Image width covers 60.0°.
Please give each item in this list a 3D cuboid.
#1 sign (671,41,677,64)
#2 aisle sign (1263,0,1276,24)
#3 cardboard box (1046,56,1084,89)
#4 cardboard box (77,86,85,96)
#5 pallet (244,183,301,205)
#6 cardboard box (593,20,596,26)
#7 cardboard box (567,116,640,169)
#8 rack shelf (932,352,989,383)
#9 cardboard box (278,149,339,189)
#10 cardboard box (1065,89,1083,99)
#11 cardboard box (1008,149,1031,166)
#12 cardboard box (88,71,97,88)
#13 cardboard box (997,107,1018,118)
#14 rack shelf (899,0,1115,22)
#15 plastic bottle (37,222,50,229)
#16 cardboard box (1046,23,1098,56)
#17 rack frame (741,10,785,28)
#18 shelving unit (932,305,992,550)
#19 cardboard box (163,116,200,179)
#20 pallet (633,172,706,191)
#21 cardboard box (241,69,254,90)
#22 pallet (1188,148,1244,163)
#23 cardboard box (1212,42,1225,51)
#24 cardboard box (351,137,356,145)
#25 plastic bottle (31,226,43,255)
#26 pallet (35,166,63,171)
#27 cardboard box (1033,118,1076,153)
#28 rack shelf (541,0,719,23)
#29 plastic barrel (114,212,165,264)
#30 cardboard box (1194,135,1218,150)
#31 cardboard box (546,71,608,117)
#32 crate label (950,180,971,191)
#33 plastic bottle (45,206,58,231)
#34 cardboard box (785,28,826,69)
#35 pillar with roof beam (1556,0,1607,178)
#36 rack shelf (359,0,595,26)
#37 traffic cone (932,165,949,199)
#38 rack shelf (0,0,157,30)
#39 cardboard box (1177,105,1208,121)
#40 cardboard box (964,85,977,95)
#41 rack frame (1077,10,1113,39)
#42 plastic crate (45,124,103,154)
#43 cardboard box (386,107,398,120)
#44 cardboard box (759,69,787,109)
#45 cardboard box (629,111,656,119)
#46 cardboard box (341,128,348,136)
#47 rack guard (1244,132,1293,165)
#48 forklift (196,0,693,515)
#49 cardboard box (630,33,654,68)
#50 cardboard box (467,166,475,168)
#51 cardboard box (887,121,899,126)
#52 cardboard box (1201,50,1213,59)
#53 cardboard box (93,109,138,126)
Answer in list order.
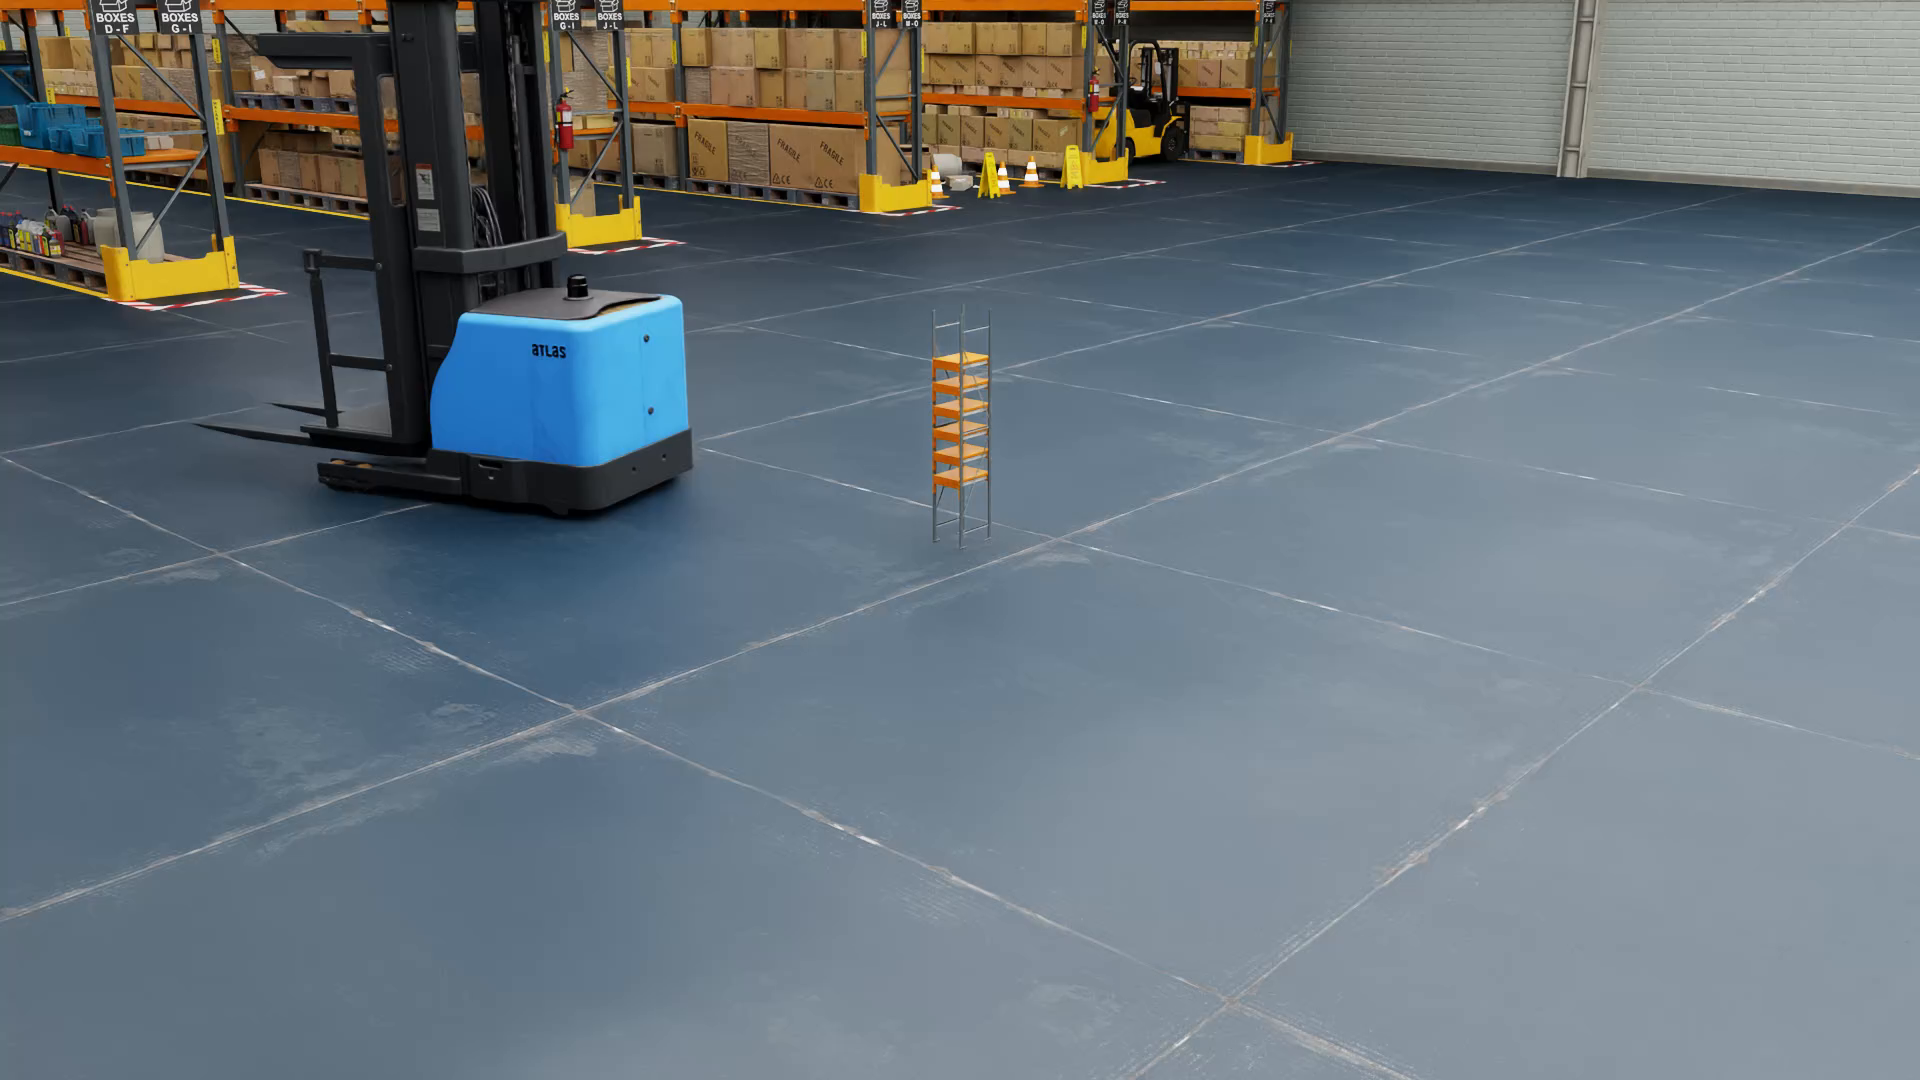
[{"bbox_3d":[-4.251,-7.253,24.723,0.005,0.325,0.100,15,23,39],"label":"sign"},{"bbox_3d":[5.450,-9.484,29.238,0.004,0.787,0.394,15,23,39],"label":"aisle sign"},{"bbox_3d":[1.715,-7.436,26.428,0.500,0.500,0.500,15,23,38],"label":"cardboard box"},{"bbox_3d":[-14.271,-7.390,27.354,0.250,0.149,0.380,16,23,40],"label":"cardboard box"},{"bbox_3d":[-9.674,-5.078,24.264,1.213,0.211,1.003,15,23,39],"label":"pallet"},{"bbox_3d":[-7.238,-10.511,33.881,0.250,0.149,0.380,16,23,41],"label":"cardboard box"},{"bbox_3d":[-5.838,-6.477,27.086,0.750,0.750,1.050,15,23,40],"label":"cardboard box"},{"bbox_3d":[0.011,-0.870,8.326,0.180,0.103,0.258,15,23,39],"label":"rack shelf"},{"bbox_3d":[-9.320,-5.344,23.898,0.500,0.500,0.700,13,22,35],"label":"cardboard box"},{"bbox_3d":[1.882,-7.107,26.463,0.250,0.149,0.380,16,24,41],"label":"cardboard box"},{"bbox_3d":[1.139,-6.297,27.346,0.500,0.250,0.500,15,23,39],"label":"cardboard box"},{"bbox_3d":[-13.754,-7.467,26.938,0.500,0.250,0.500,14,23,38],"label":"cardboard box"},{"bbox_3d":[0.831,-7.021,27.316,0.250,0.149,0.380,16,24,42],"label":"cardboard box"},{"bbox_3d":[0.808,-8.689,27.261,4.000,0.370,1.077,15,23,39],"label":"rack shelf"},{"bbox_3d":[-9.686,-3.212,17.548,0.135,0.276,0.152,15,23,39],"label":"plastic bottle"},{"bbox_3d":[1.777,-7.920,26.297,0.500,0.500,0.700,14,23,38],"label":"cardboard box"},{"bbox_3d":[-3.679,-8.807,31.402,0.127,3.000,1.000,15,23,39],"label":"rack frame"},{"bbox_3d":[0.011,-0.569,8.421,0.189,1.200,0.258,15,23,39],"label":"shelving unit"},{"bbox_3d":[-11.421,-6.076,25.616,0.875,0.875,1.225,15,23,39],"label":"cardboard box"},{"bbox_3d":[-4.525,-5.672,26.135,1.213,0.211,1.003,15,23,39],"label":"pallet"},{"bbox_3d":[-10.440,-6.771,24.824,0.500,0.500,0.500,16,24,41],"label":"cardboard box"},{"bbox_3d":[4.996,-7.139,30.758,1.213,0.211,1.003,15,23,39],"label":"pallet"},{"bbox_3d":[4.770,-8.936,30.080,0.250,0.149,0.380,16,23,40],"label":"cardboard box"},{"bbox_3d":[-11.325,-7.588,31.581,0.250,0.149,0.380,16,23,40],"label":"cardboard box"},{"bbox_3d":[-9.500,-3.103,17.207,0.135,0.276,0.152,14,22,38],"label":"plastic bottle"},{"bbox_3d":[-15.591,-6.699,29.371,1.213,0.211,1.003,15,23,39],"label":"pallet"},{"bbox_3d":[1.532,-6.549,26.901,0.500,0.500,0.500,15,23,40],"label":"cardboard box"},{"bbox_3d":[-5.394,-8.352,26.199,4.000,0.370,1.077,15,23,39],"label":"rack shelf"},{"bbox_3d":[-8.104,-2.967,16.420,0.421,0.512,0.421,0,18,0],"label":"plastic barrel"},{"bbox_3d":[4.669,-7.339,30.628,0.500,0.250,0.500,15,23,39],"label":"cardboard box"},{"bbox_3d":[-4.667,-5.264,19.584,0.500,0.500,0.875,15,23,39],"label":"cardboard box"},{"bbox_3d":[0.015,-5.455,25.573,0.298,0.136,0.250,4,18,11],"label":"crate label"},{"bbox_3d":[-9.976,-3.491,18.305,0.185,0.351,0.144,15,23,39],"label":"plastic bottle"},{"bbox_3d":[-1.959,-6.962,23.558,0.550,0.550,0.875,15,23,39],"label":"cardboard box"},{"bbox_3d":[7.304,-9.349,23.193,0.400,9.000,9.100,15,23,39],"label":"pillar with roof beam"},{"bbox_3d":[-5.770,-6.447,20.197,4.000,0.370,1.077,15,23,39],"label":"rack shelf"},{"bbox_3d":[-0.361,-5.279,24.480,0.334,0.463,0.336,15,23,39],"label":"traffic cone"},{"bbox_3d":[-9.057,-5.326,16.666,4.000,0.370,1.077,15,23,39],"label":"rack shelf"},{"bbox_3d":[4.275,-7.912,30.783,0.500,0.250,0.500,15,23,40],"label":"cardboard box"},{"bbox_3d":[0.286,-7.489,27.666,0.250,0.149,0.380,15,23,40],"label":"cardboard box"},{"bbox_3d":[2.604,-9.127,32.413,0.127,3.000,1.000,15,23,39],"label":"rack frame"},{"bbox_3d":[-8.616,-3.931,16.286,0.408,0.251,0.499,15,23,39],"label":"plastic crate"},{"bbox_3d":[-7.126,-5.477,21.327,0.250,0.149,0.380,15,23,39],"label":"cardboard box"},{"bbox_3d":[-2.399,-6.539,24.010,0.500,0.550,0.875,15,23,39],"label":"cardboard box"},{"bbox_3d":[-6.154,-8.691,33.856,0.875,0.875,0.875,16,24,41],"label":"cardboard box"},{"bbox_3d":[-11.631,-7.843,31.892,0.250,0.149,0.380,17,24,42],"label":"cardboard box"},{"bbox_3d":[5.614,-7.128,30.245,0.348,0.500,1.175,15,23,39],"label":"rack guard"},{"bbox_3d":[-3.122,-1.802,9.444,3.031,2.935,1.130,7,19,22],"label":"forklift"},{"bbox_3d":[-4.659,-7.589,25.746,0.500,0.500,0.700,15,23,38],"label":"cardboard box"},{"bbox_3d":[-6.559,-4.567,21.483,0.500,0.500,0.500,-10,20,-28],"label":"cardboard box"},{"bbox_3d":[-1.214,-9.078,35.696,0.500,0.500,0.500,15,23,38],"label":"cardboard box"},{"bbox_3d":[4.609,-8.850,30.302,0.250,0.149,0.380,15,23,39],"label":"cardboard box"},{"bbox_3d":[-13.690,-6.706,27.601,0.875,0.875,0.875,15,23,39],"label":"cardboard box"}]
